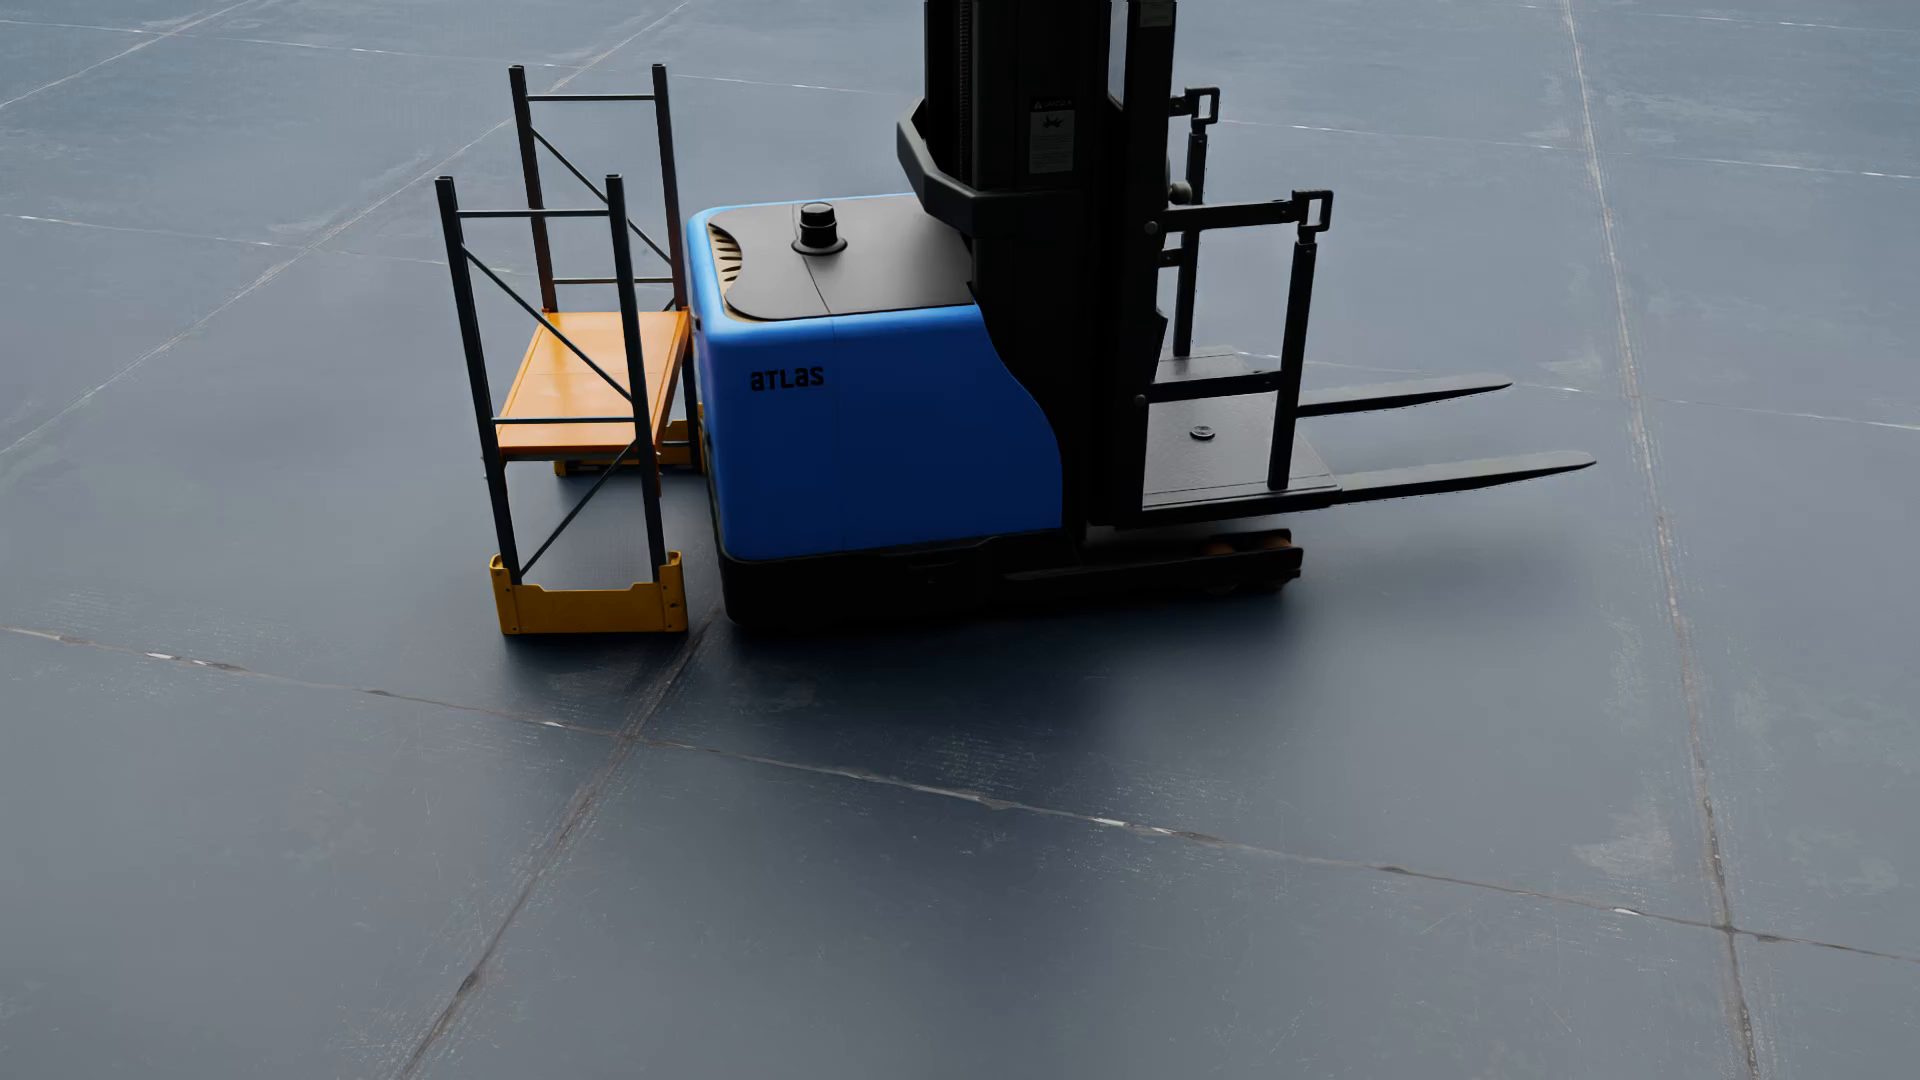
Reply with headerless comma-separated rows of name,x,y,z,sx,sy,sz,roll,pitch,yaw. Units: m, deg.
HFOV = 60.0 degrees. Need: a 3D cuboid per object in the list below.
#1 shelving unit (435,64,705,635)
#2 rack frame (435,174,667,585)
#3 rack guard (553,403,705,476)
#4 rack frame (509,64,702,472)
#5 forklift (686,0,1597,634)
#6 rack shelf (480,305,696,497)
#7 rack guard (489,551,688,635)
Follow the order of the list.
shelving unit,-1.184,-0.628,5.339,0.587,1.500,1.083,-1,32,-2
rack frame,-1.167,-0.350,4.903,0.500,1.500,0.032,-1,32,-2
rack guard,-1.201,-0.367,6.095,0.587,0.250,0.087,-1,32,-2
rack frame,-1.201,-0.895,5.760,0.500,1.500,0.032,-1,32,-2
forklift,0.660,-1.332,5.113,3.031,2.935,1.130,-6,33,-10
rack shelf,-1.184,-0.471,5.428,0.538,0.185,1.000,-1,32,-2
rack guard,-1.168,0.167,5.255,0.587,0.250,0.087,-1,32,-2
